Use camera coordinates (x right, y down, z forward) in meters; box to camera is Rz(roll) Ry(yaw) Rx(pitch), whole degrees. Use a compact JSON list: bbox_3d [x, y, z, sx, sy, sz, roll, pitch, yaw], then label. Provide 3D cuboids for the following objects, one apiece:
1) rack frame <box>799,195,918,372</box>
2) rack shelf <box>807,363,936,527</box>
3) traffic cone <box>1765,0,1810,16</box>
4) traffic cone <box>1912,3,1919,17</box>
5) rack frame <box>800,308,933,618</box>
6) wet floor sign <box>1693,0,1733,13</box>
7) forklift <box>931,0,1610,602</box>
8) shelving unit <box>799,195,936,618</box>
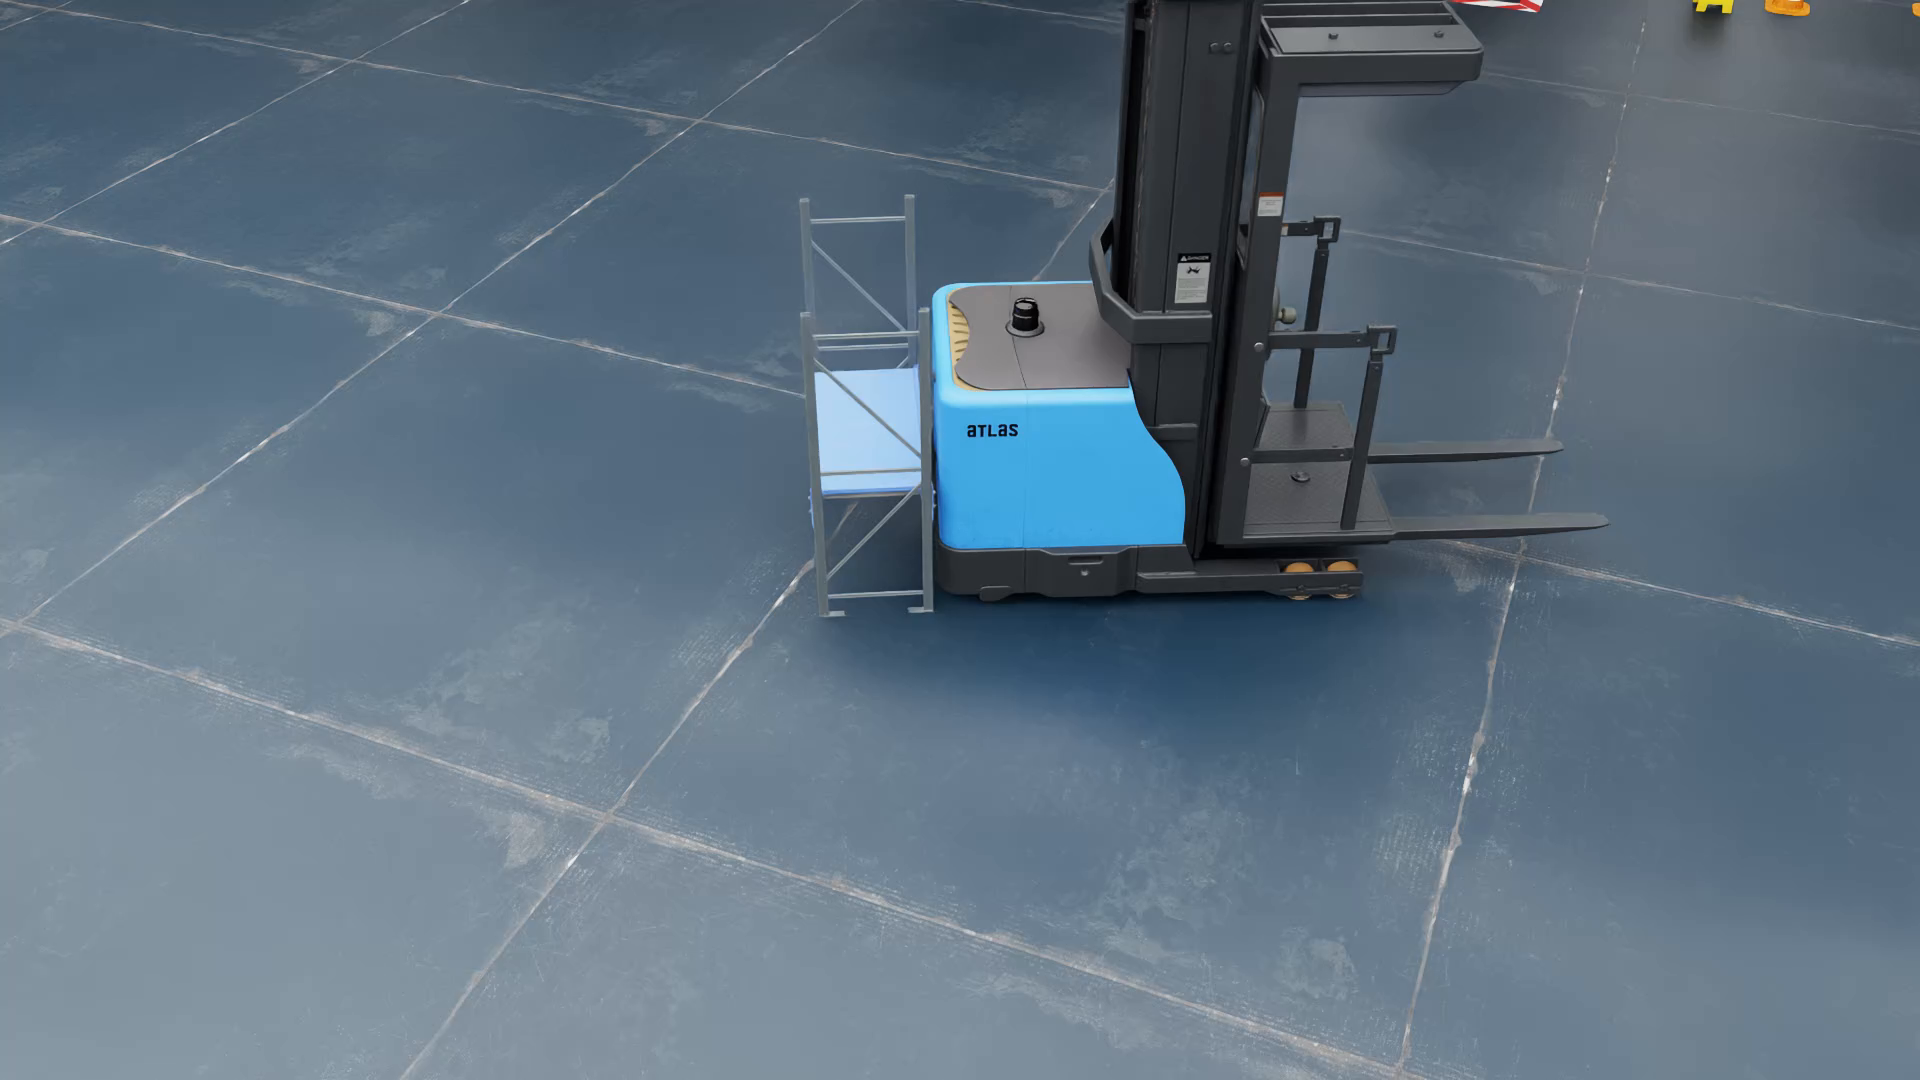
[{"bbox_3d":[-0.448,-0.887,7.684,0.500,1.500,0.032,-3,37,-4],"label":"rack frame"},{"bbox_3d":[-0.408,-0.439,7.385,0.538,0.185,1.000,-3,37,-4],"label":"rack shelf"},{"bbox_3d":[6.737,-4.518,13.408,0.336,0.463,0.334,14,39,18],"label":"traffic cone"},{"bbox_3d":[7.893,-4.454,13.322,0.336,0.463,0.334,14,39,18],"label":"traffic cone"},{"bbox_3d":[-0.368,-0.280,6.872,0.500,1.500,0.032,-3,37,-4],"label":"rack frame"},{"bbox_3d":[6.127,-4.599,13.364,0.267,0.644,0.232,7,37,10],"label":"wet floor sign"},{"bbox_3d":[1.395,-1.226,6.942,3.031,2.935,1.130,-2,37,-2],"label":"forklift"},{"bbox_3d":[-0.408,-0.583,7.278,0.538,1.500,1.048,-3,37,-4],"label":"shelving unit"}]
